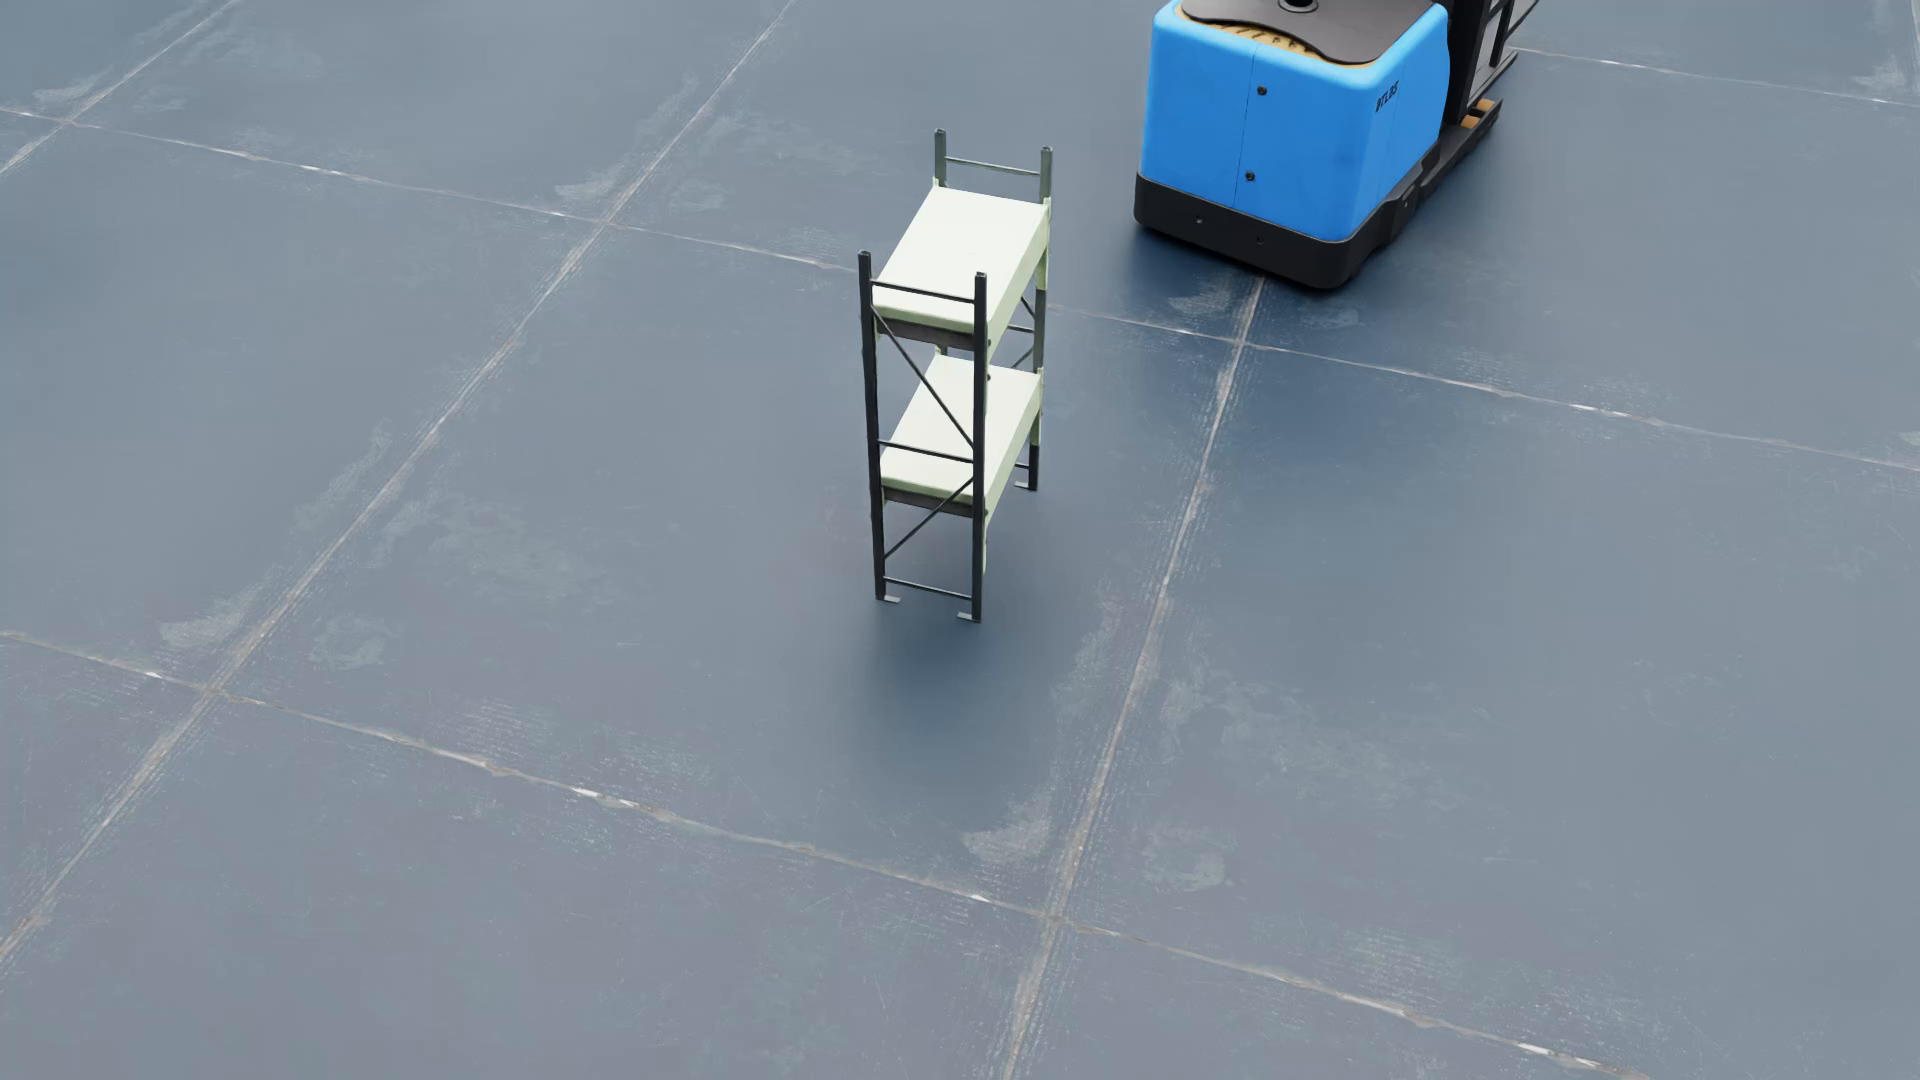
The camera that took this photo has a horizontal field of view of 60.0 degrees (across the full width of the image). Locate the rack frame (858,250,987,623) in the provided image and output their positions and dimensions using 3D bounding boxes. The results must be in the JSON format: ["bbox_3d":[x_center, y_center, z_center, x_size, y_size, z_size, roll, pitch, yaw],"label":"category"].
[{"bbox_3d":[-0.113,-0.288,5.472,0.400,1.500,0.023,13,46,12],"label":"rack frame"}]

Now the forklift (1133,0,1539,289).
[{"bbox_3d":[2.045,-3.146,7.369,1.130,2.935,3.031,25,50,24],"label":"forklift"}]

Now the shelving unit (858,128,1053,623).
[{"bbox_3d":[-0.002,-0.532,5.721,0.431,1.500,0.755,13,46,12],"label":"shelving unit"}]

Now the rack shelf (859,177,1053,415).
[{"bbox_3d":[-0.002,-0.811,5.448,0.431,0.370,0.720,13,46,12],"label":"rack shelf"}]

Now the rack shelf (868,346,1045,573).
[{"bbox_3d":[-0.002,-0.299,5.949,0.431,0.370,0.720,13,46,12],"label":"rack shelf"}]

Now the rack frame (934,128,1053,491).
[{"bbox_3d":[0.109,-0.776,5.970,0.400,1.500,0.023,13,46,12],"label":"rack frame"}]
